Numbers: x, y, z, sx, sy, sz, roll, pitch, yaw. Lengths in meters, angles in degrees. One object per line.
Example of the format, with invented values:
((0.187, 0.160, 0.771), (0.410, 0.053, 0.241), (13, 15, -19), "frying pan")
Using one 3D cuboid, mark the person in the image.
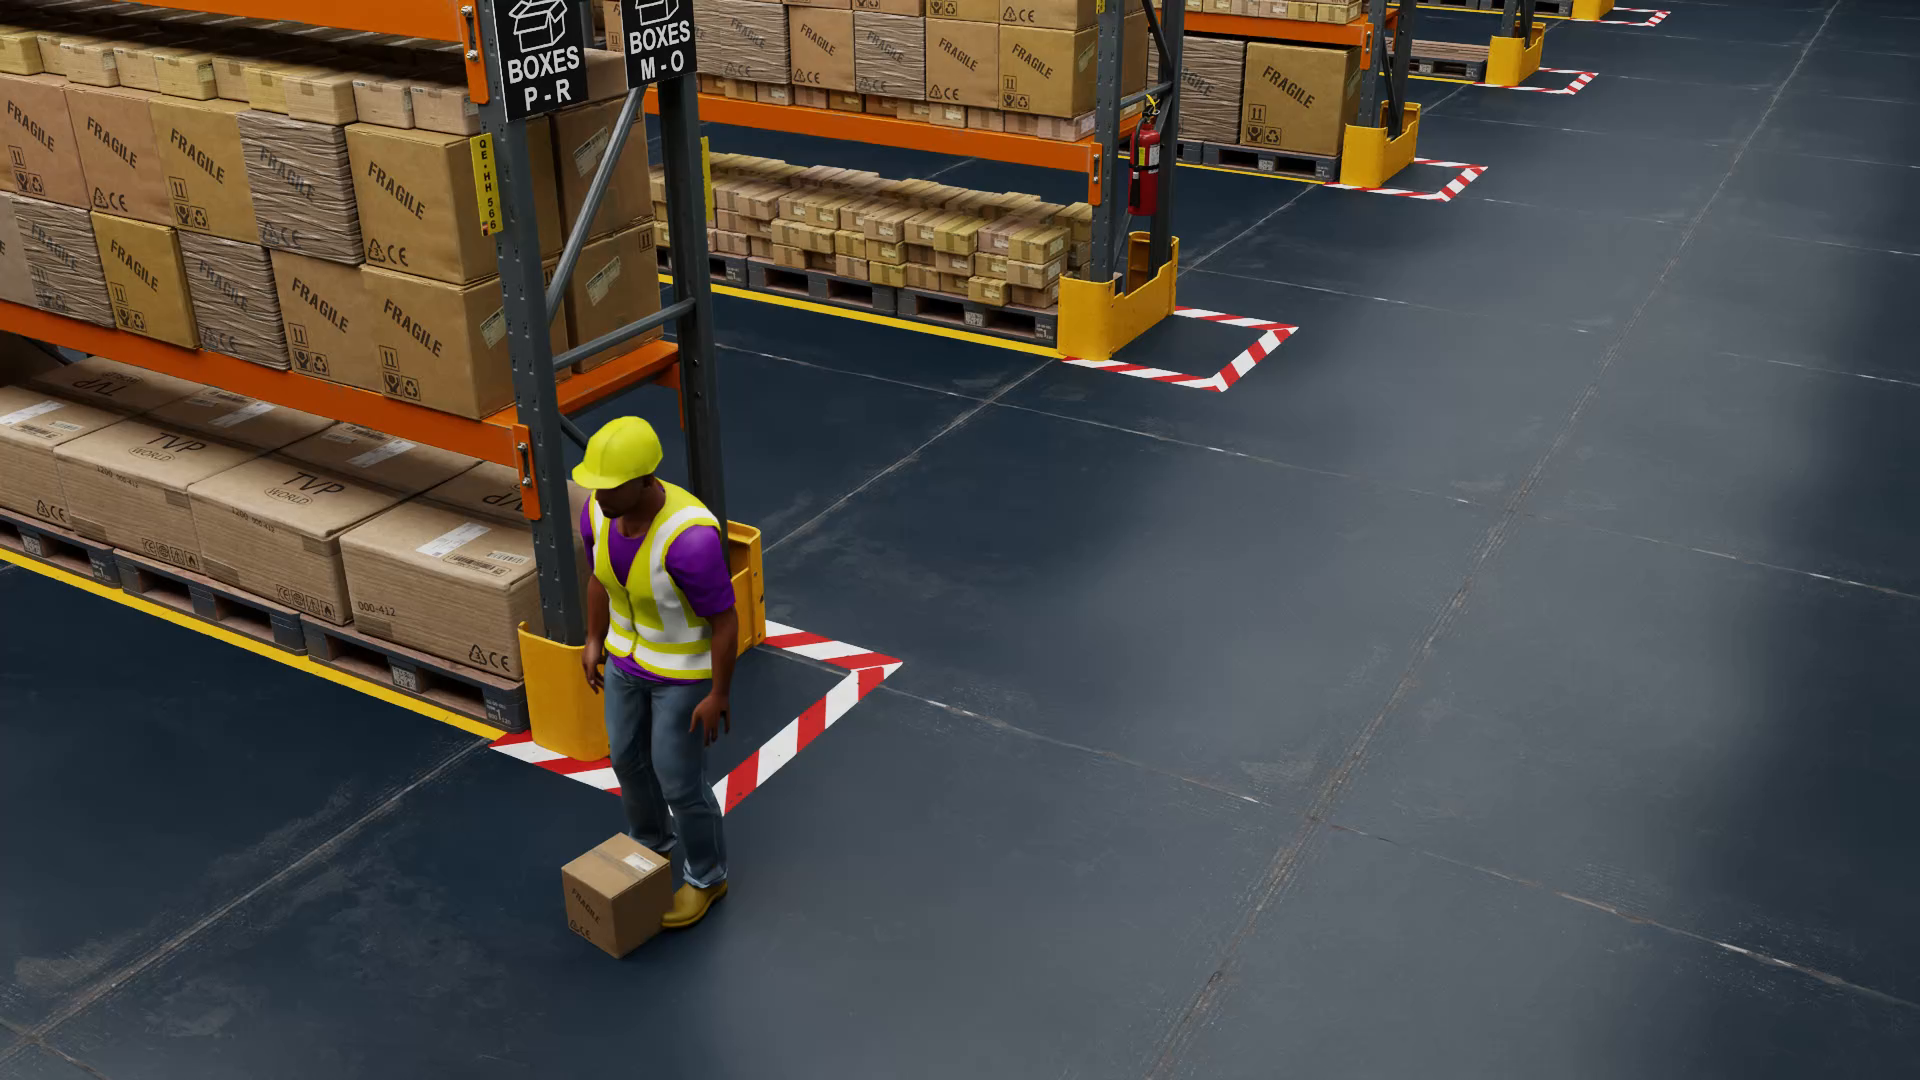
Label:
((-0.969, 0.408, 5.273), (0.627, 1.759, 0.462), (19, 32, 34), "person")
